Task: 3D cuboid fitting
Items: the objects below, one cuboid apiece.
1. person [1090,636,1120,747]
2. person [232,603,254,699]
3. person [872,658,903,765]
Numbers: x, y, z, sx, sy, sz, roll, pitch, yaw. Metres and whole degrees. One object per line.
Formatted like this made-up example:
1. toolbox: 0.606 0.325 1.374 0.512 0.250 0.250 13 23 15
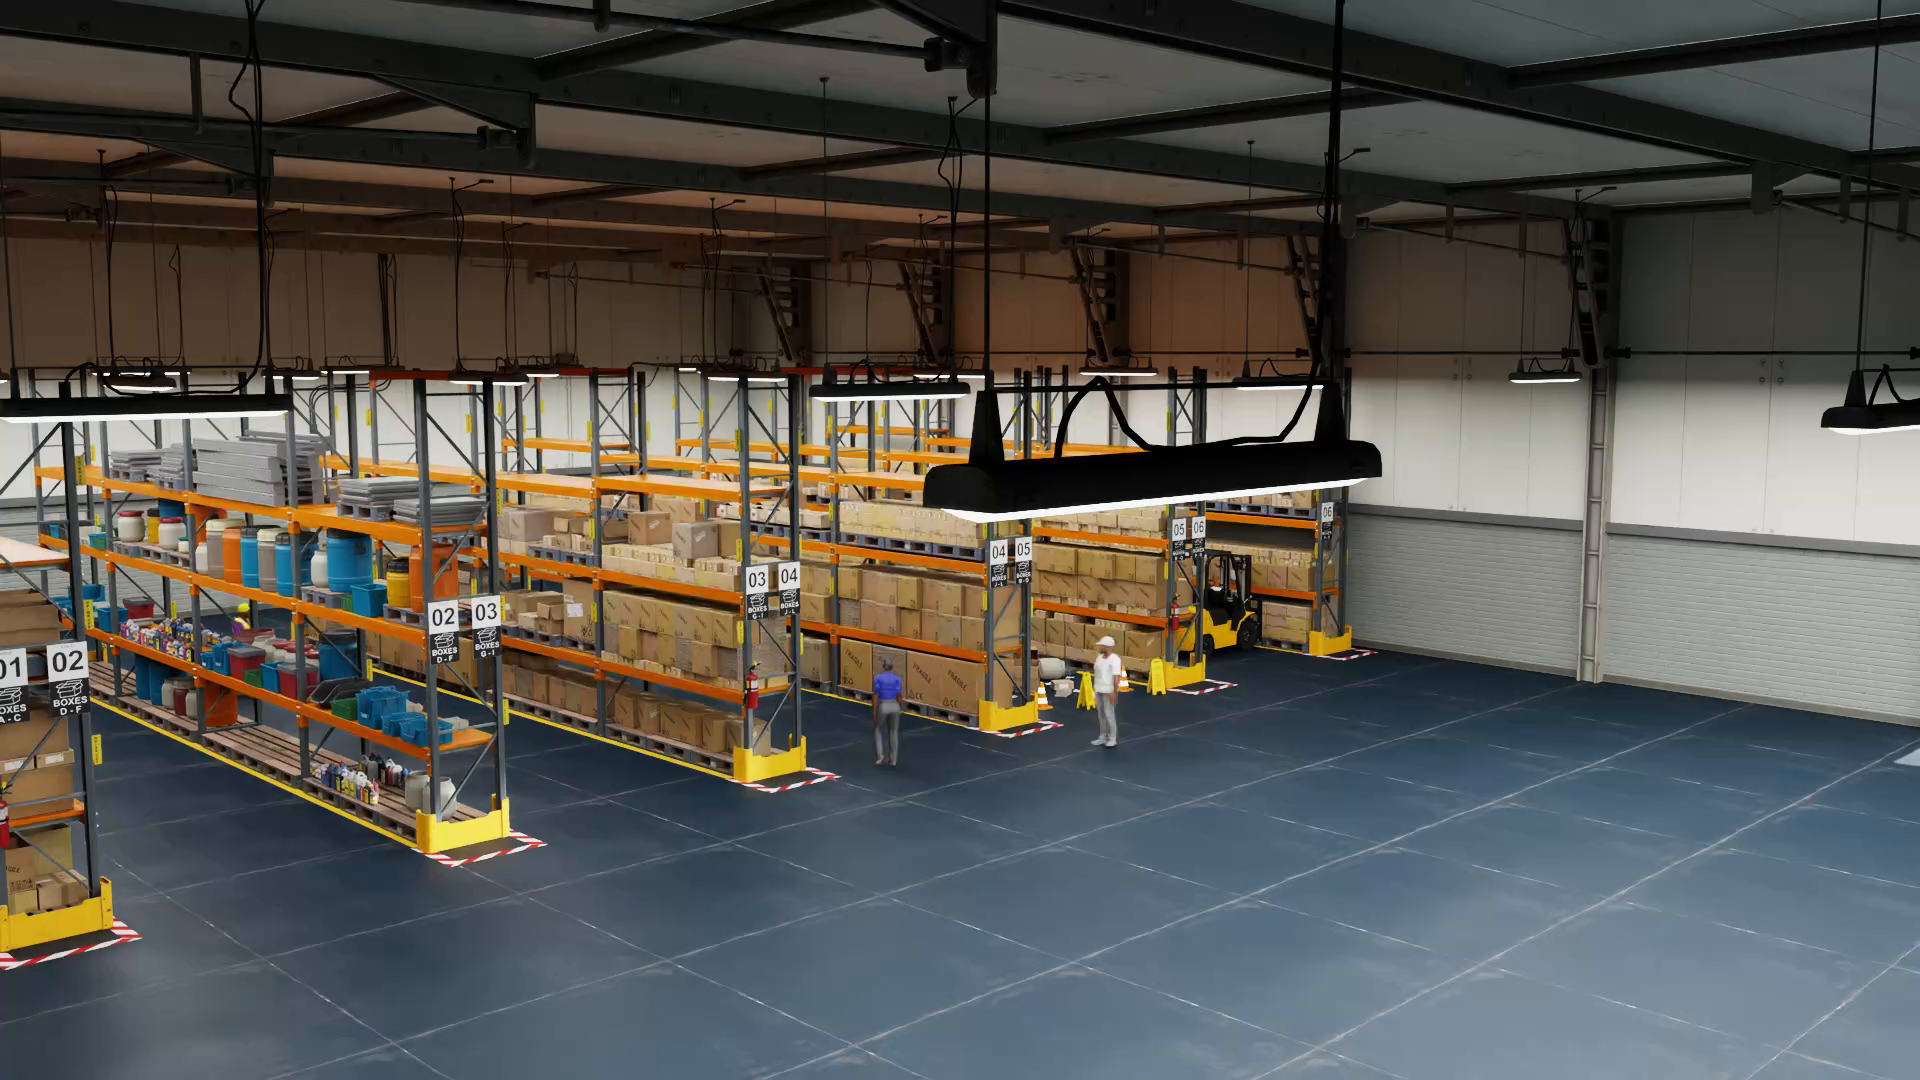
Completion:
1. person: 2.359 2.436 26.779 0.360 1.782 0.630 -4 8 -34
2. person: -13.085 2.037 30.459 0.772 1.766 0.523 3 7 27
3. person: -1.117 2.647 25.523 0.471 1.709 0.459 -2 7 -14
